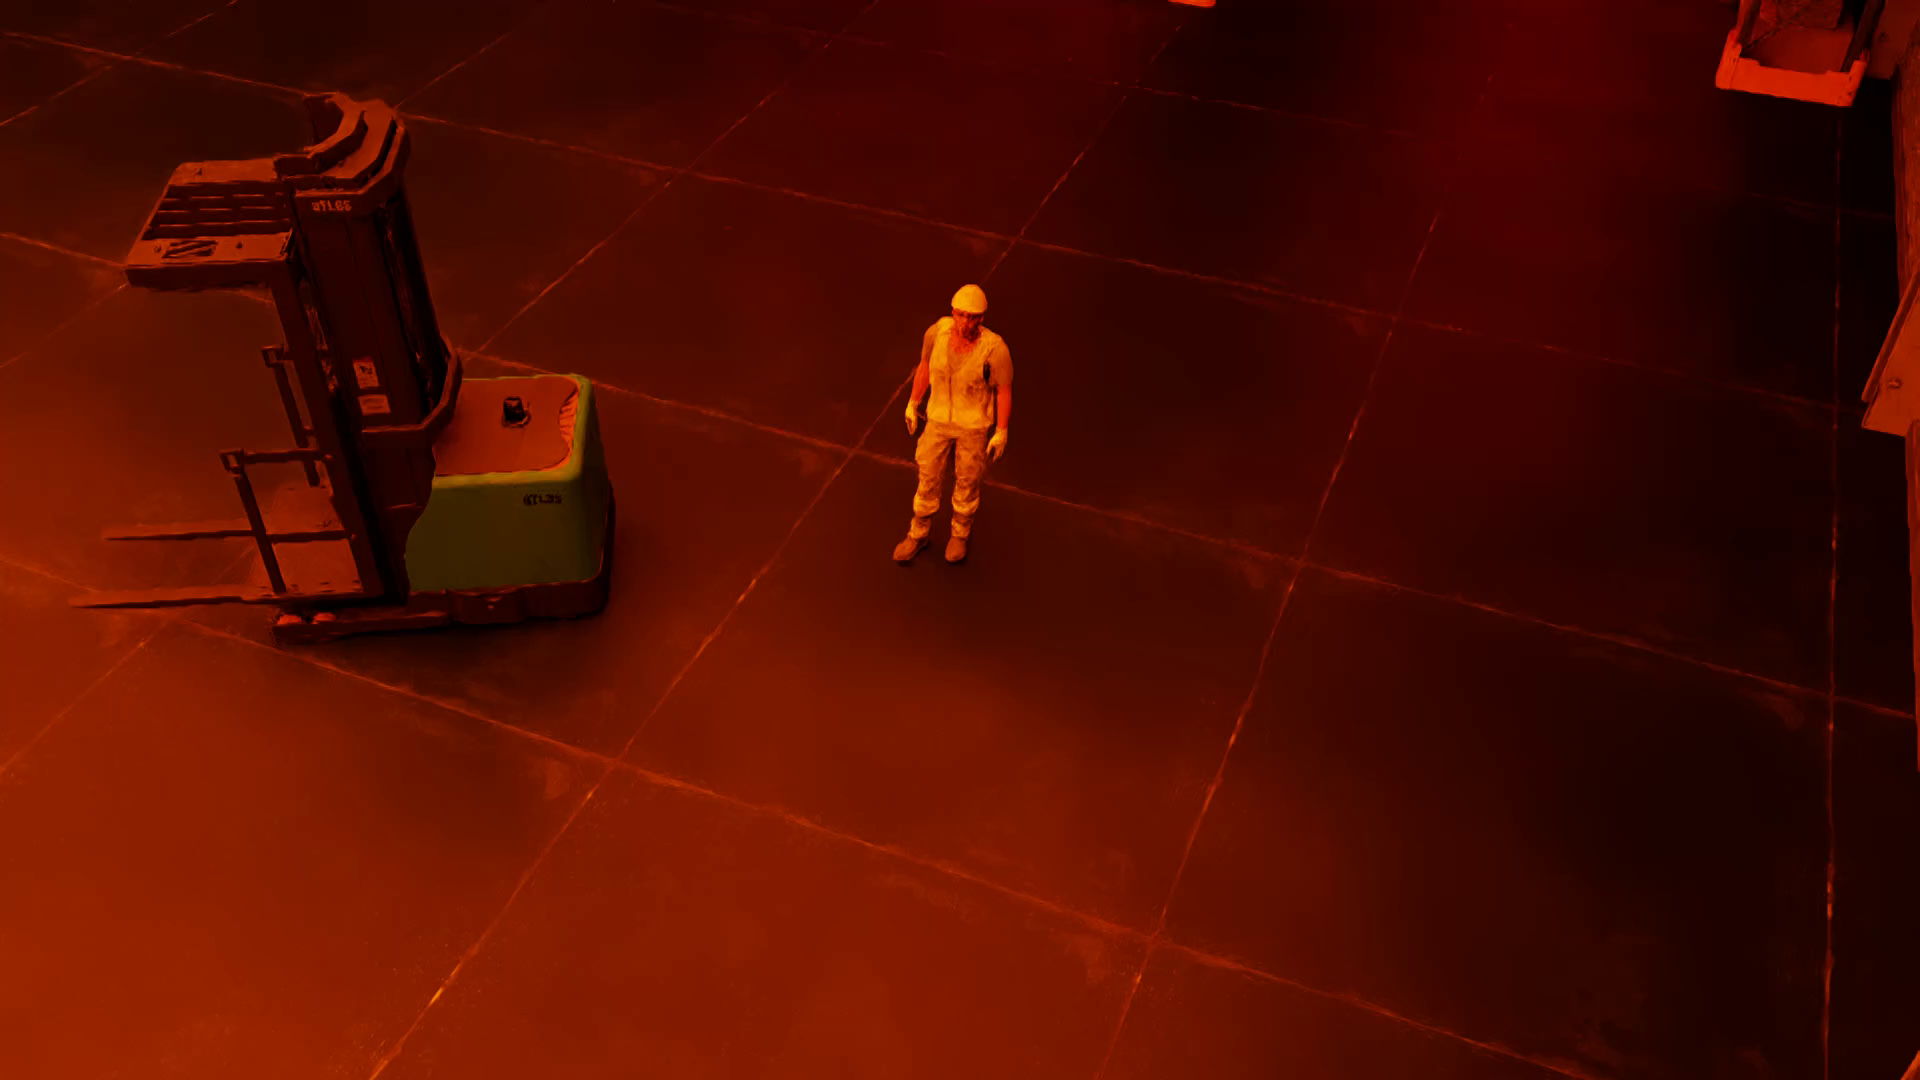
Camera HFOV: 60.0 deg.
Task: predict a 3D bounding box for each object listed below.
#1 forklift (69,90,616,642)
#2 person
[{"bbox_3d":[-3.618,-0.891,9.071,3.031,2.935,1.130,-4,40,-4],"label":"forklift"},{"bbox_3d":[-0.041,-0.646,9.657,0.637,1.787,0.563,15,42,17],"label":"person"}]
